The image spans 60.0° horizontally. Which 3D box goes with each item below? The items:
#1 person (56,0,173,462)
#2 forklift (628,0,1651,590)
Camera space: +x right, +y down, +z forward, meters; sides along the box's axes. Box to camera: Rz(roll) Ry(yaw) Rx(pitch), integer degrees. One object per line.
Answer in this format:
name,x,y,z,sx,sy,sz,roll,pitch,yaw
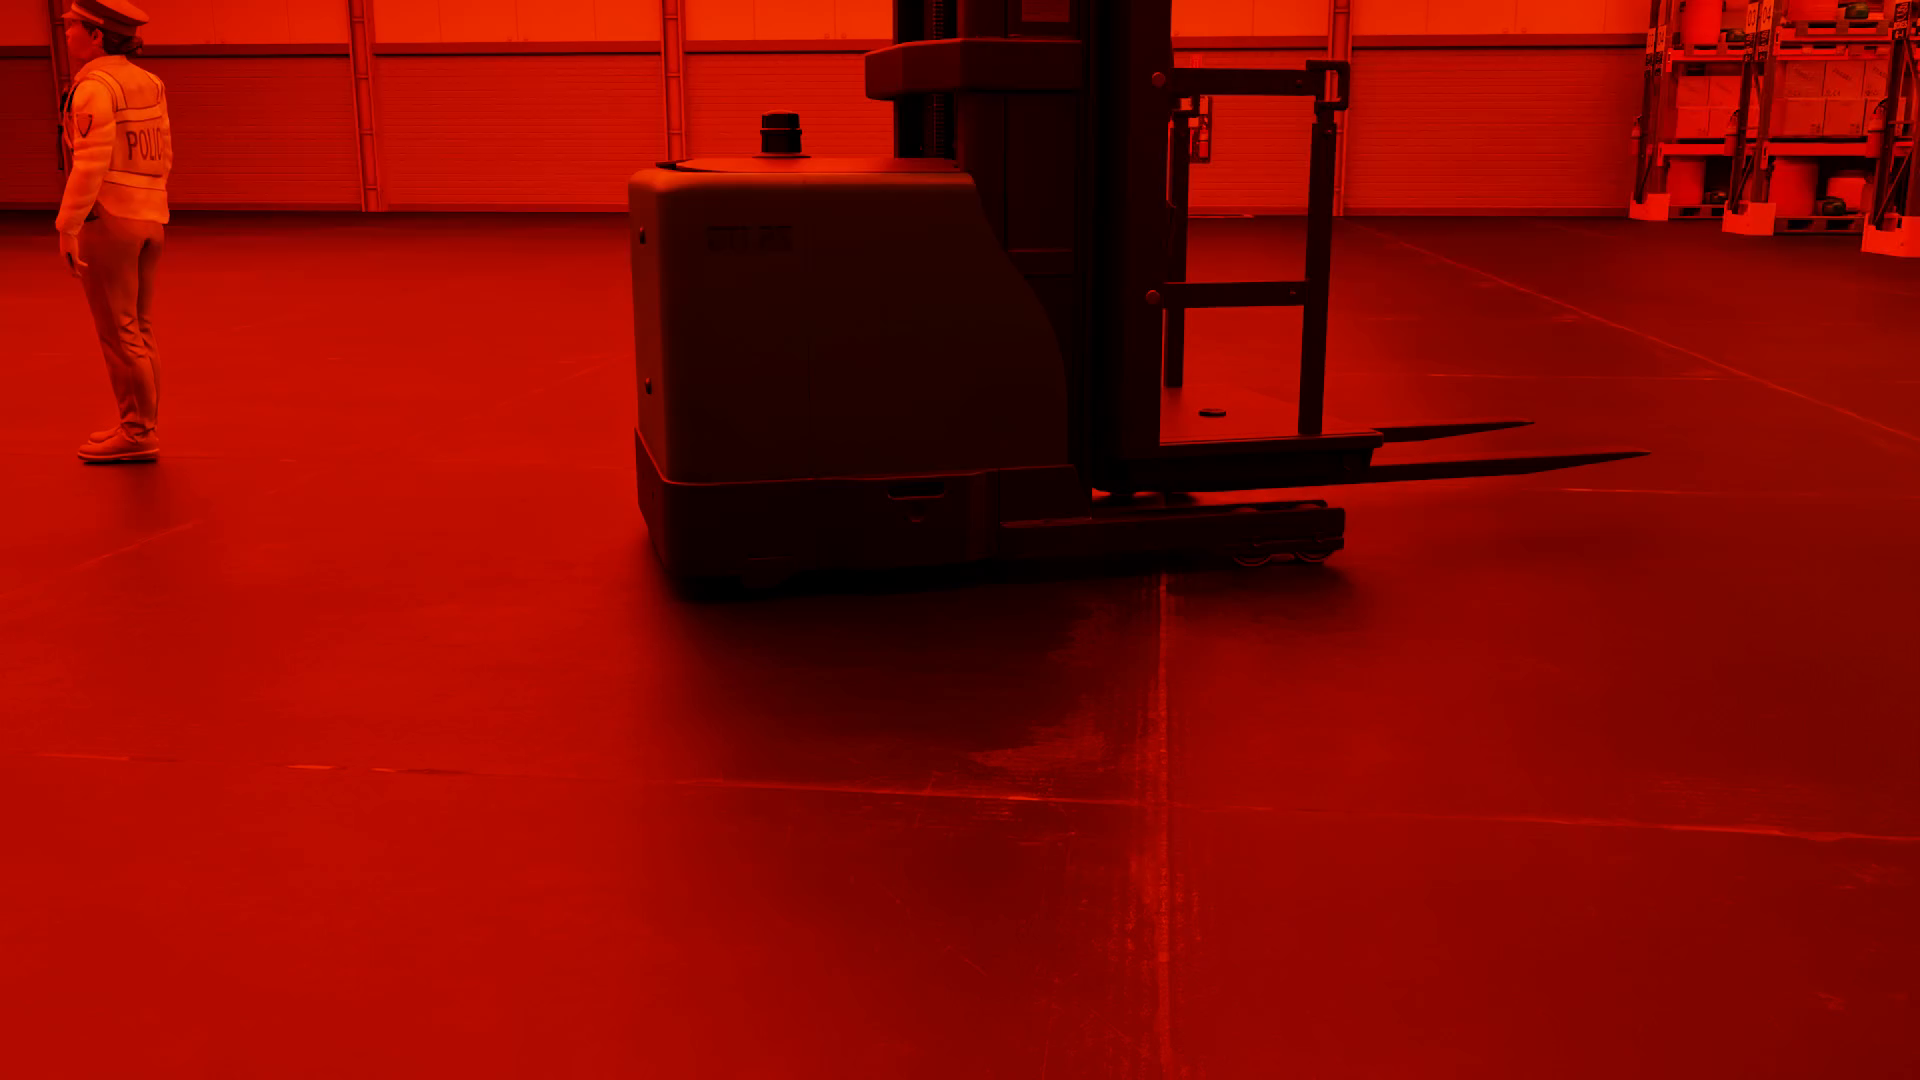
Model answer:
person,-3.120,-1.132,6.031,0.533,1.694,0.586,0,13,2
forklift,0.587,-1.464,4.770,3.031,2.935,1.130,-4,14,-15
